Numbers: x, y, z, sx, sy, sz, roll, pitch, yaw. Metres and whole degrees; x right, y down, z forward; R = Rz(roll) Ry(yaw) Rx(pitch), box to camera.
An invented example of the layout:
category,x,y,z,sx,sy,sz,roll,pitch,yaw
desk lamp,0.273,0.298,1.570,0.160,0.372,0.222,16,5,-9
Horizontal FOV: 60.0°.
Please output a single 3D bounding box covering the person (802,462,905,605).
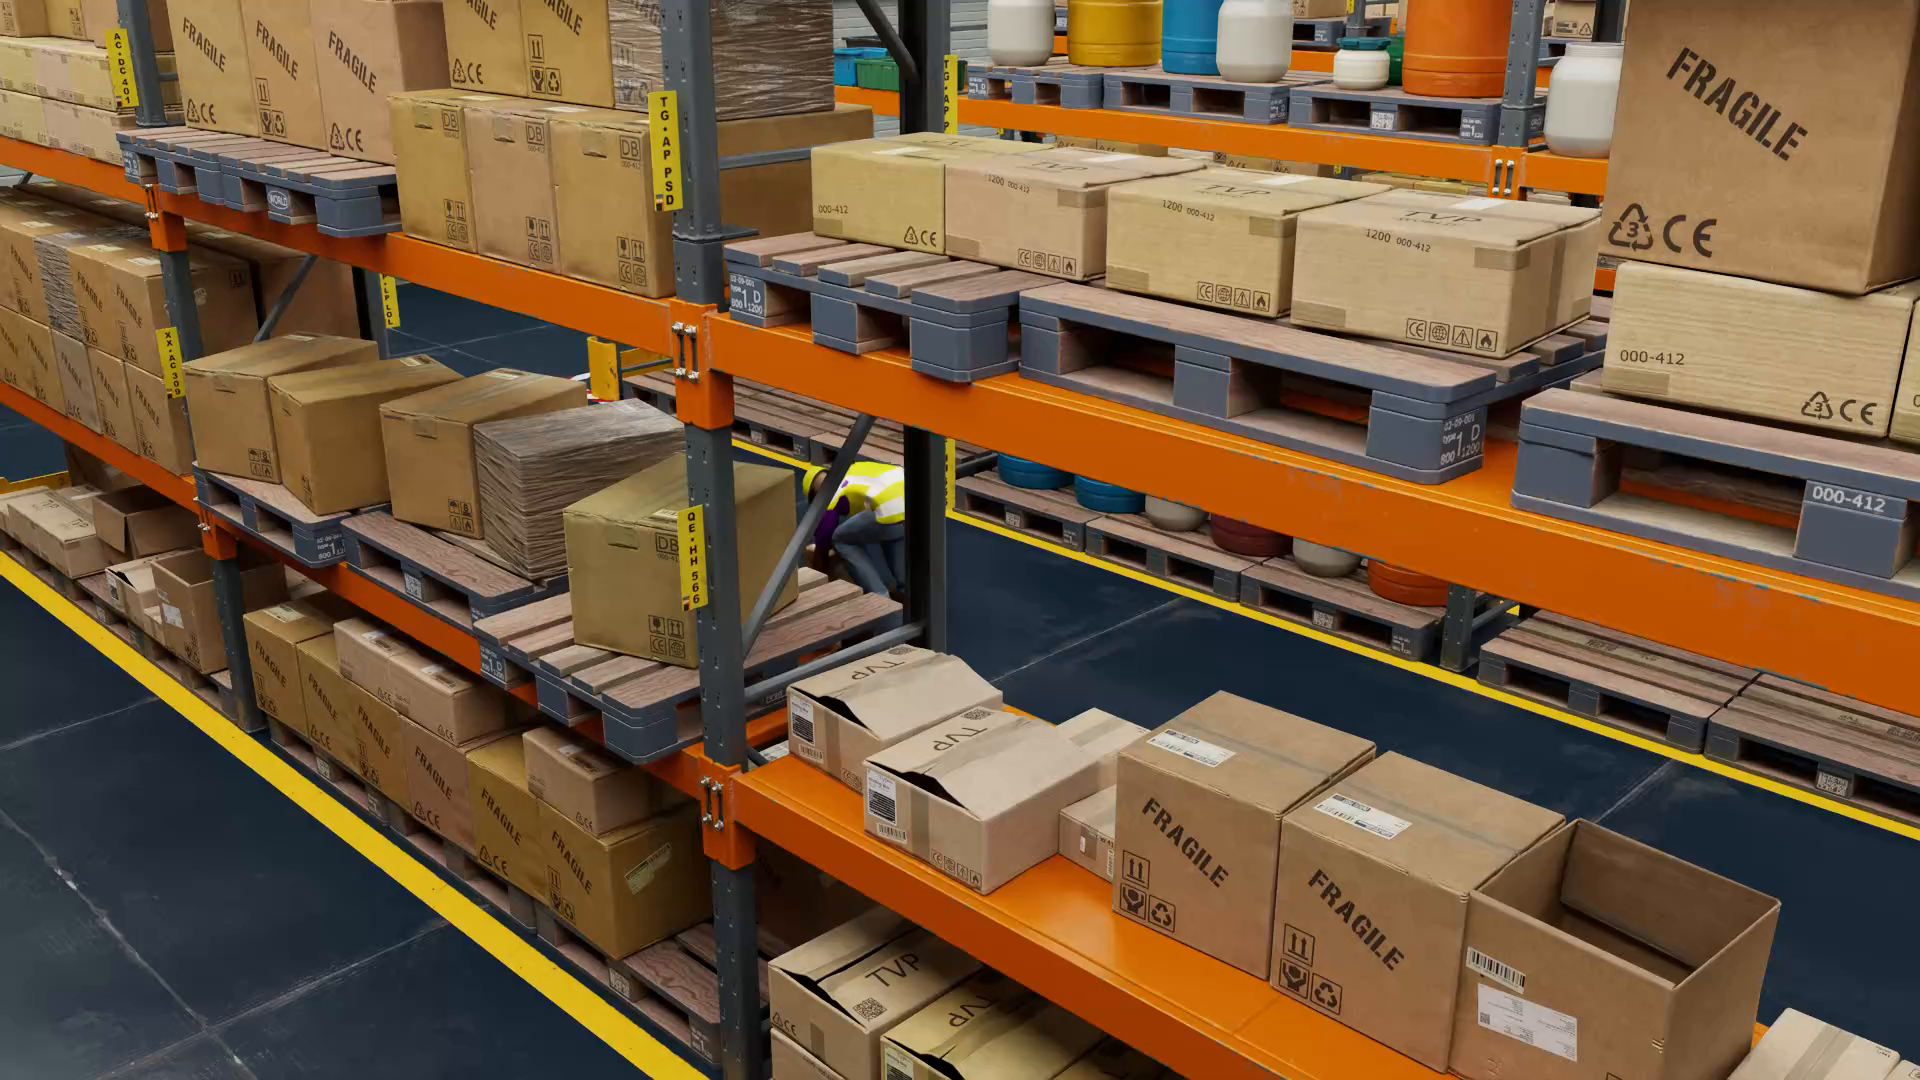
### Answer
category,x,y,z,sx,sy,sz,roll,pitch,yaw
person,-0.572,-0.041,9.958,0.979,0.886,0.513,18,27,39
